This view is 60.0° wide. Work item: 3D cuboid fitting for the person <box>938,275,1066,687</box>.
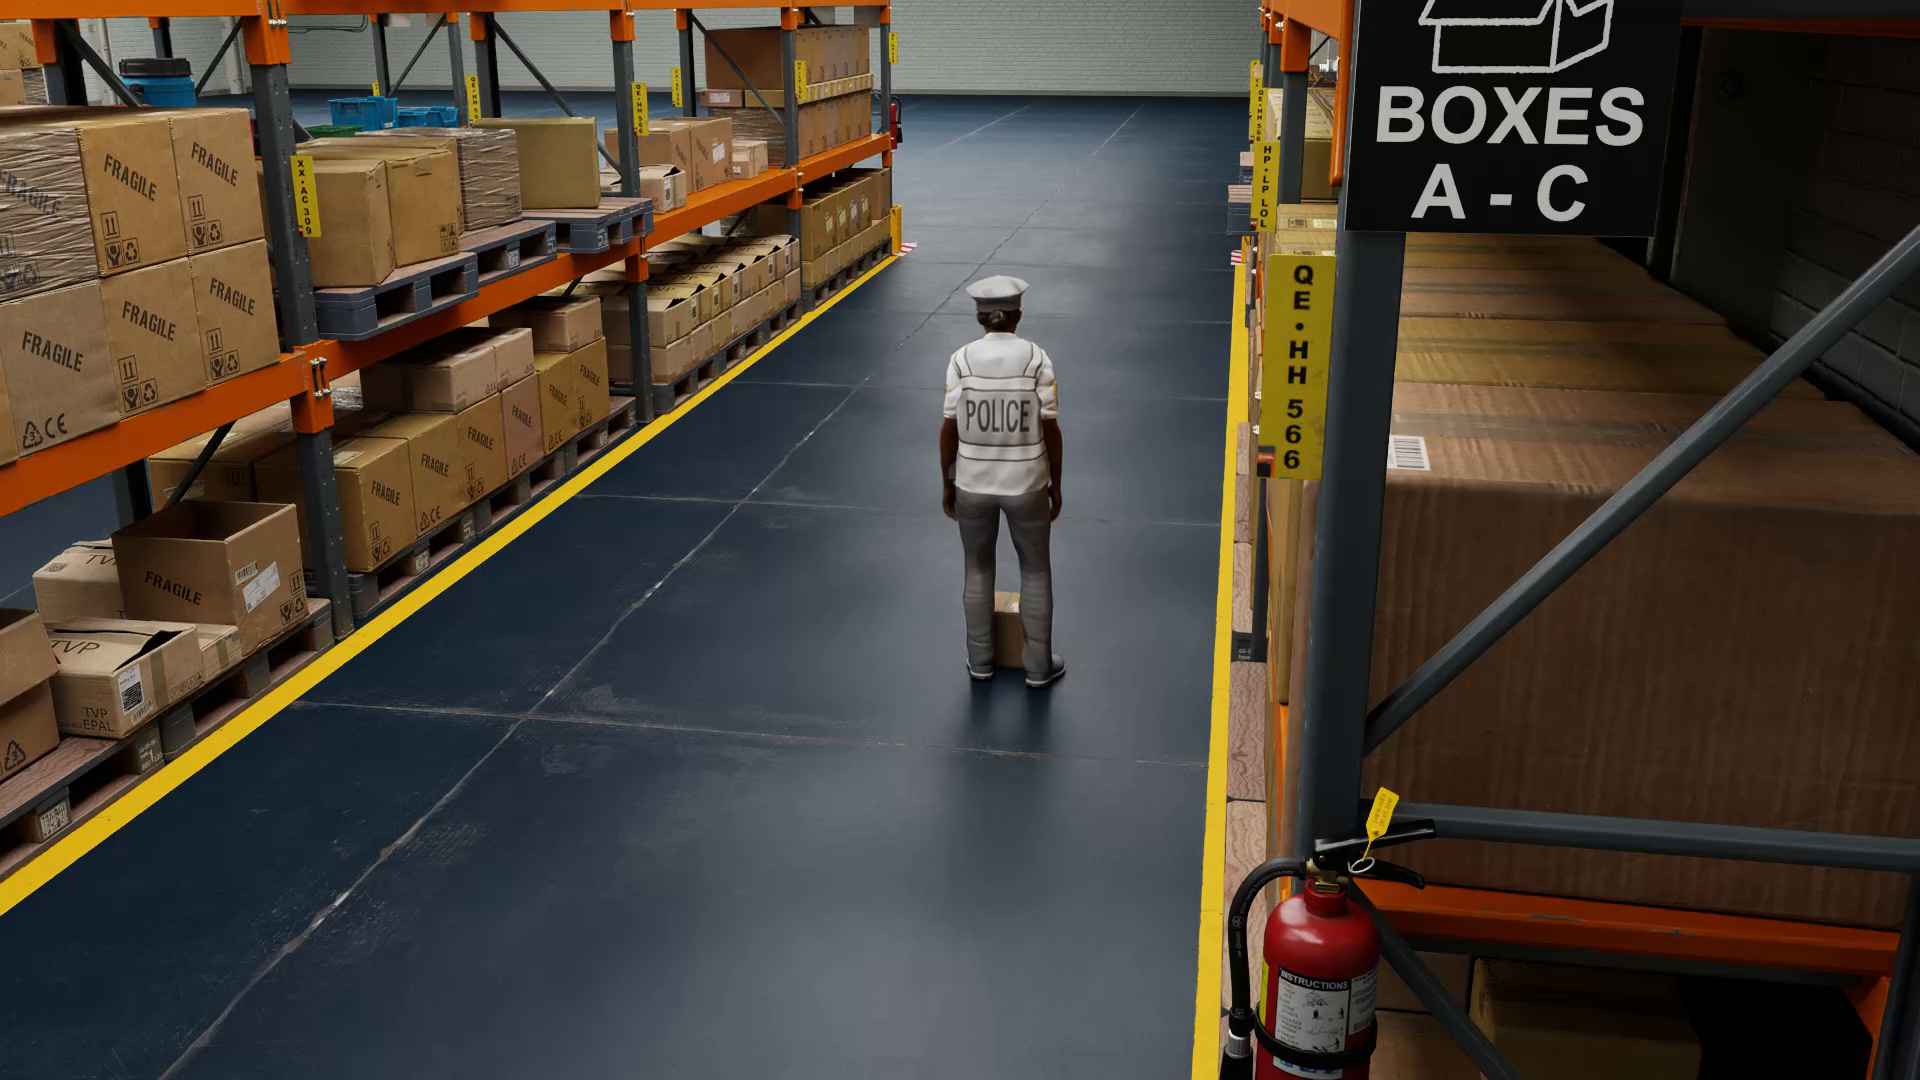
[{"bbox_3d":[0.178,-0.217,6.726,0.524,1.658,0.425,2,18,6],"label":"person"}]
